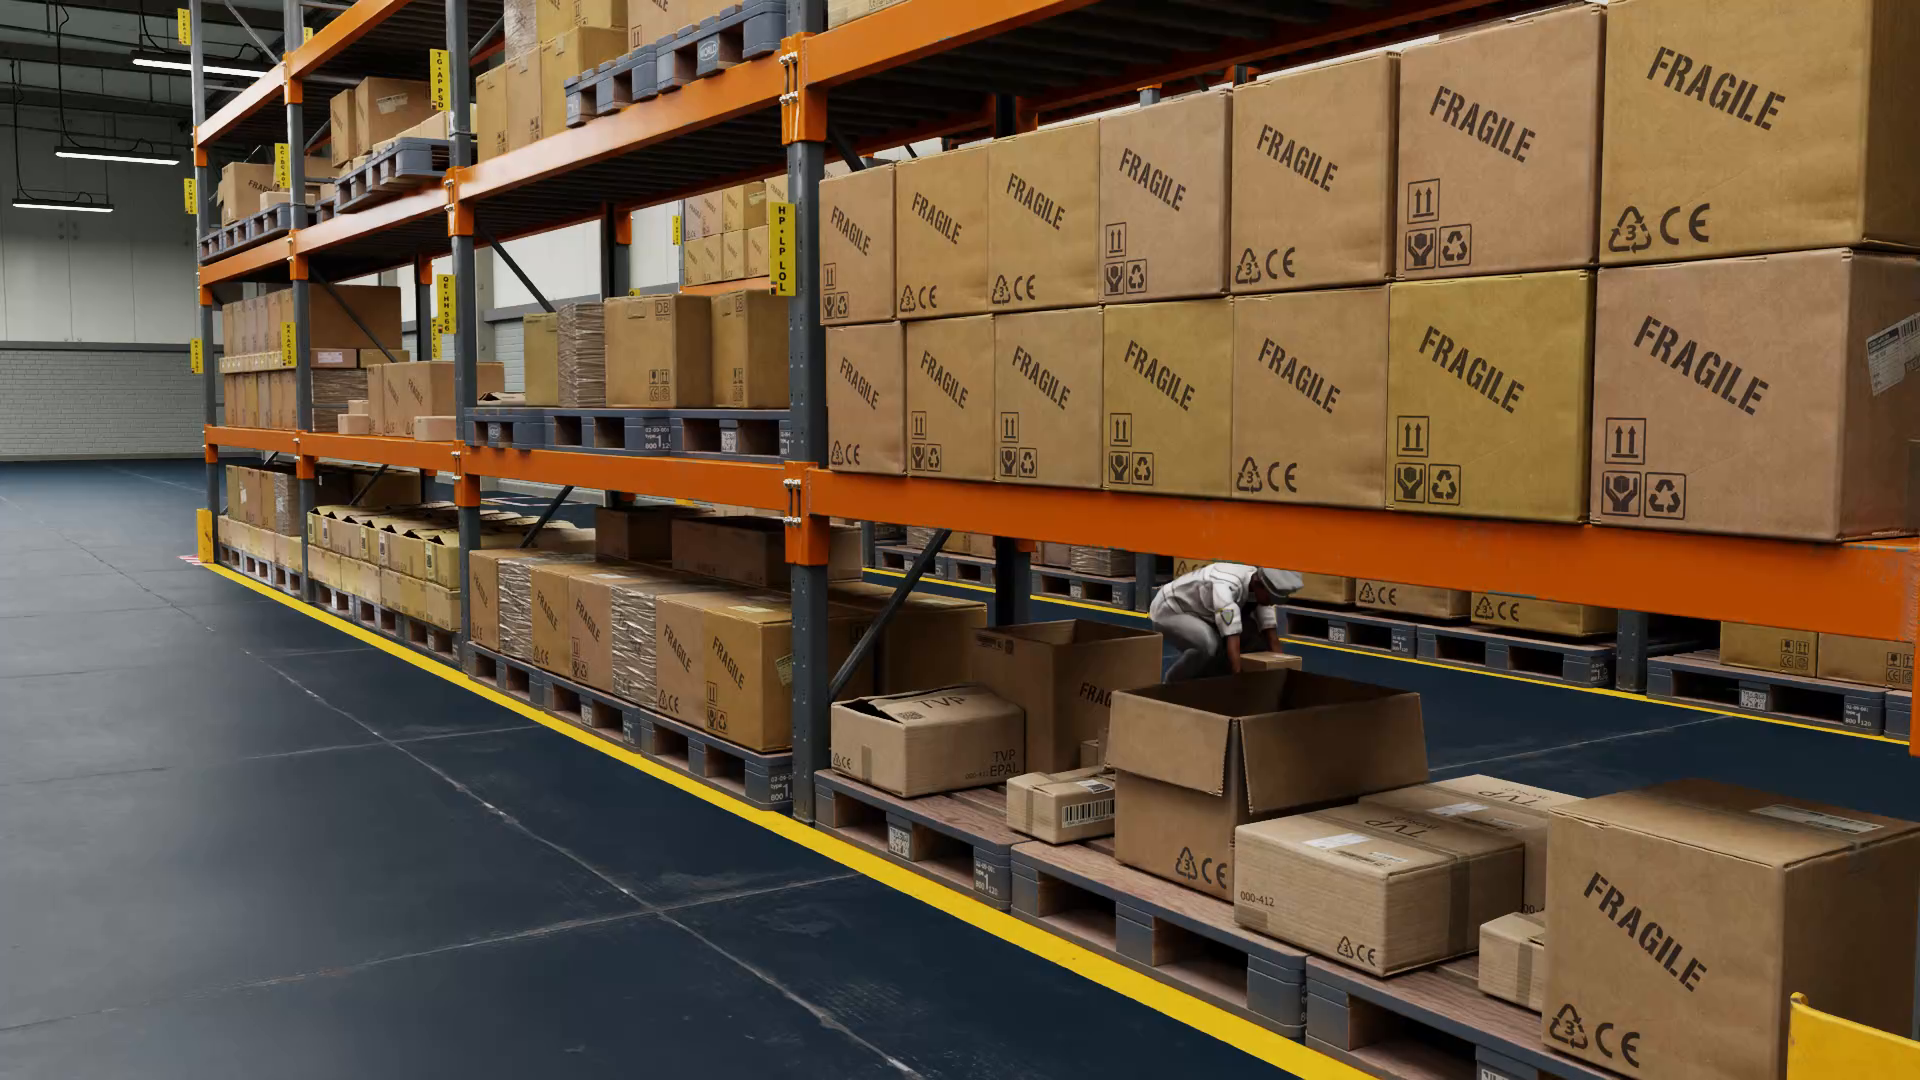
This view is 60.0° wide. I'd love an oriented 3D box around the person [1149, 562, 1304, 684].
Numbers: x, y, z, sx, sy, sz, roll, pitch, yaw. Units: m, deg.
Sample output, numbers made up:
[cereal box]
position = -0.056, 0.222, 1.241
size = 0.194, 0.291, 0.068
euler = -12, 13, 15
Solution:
[person]
position = 1.399, 0.472, 8.709
size = 0.473, 0.848, 0.876
euler = -3, 6, -34
